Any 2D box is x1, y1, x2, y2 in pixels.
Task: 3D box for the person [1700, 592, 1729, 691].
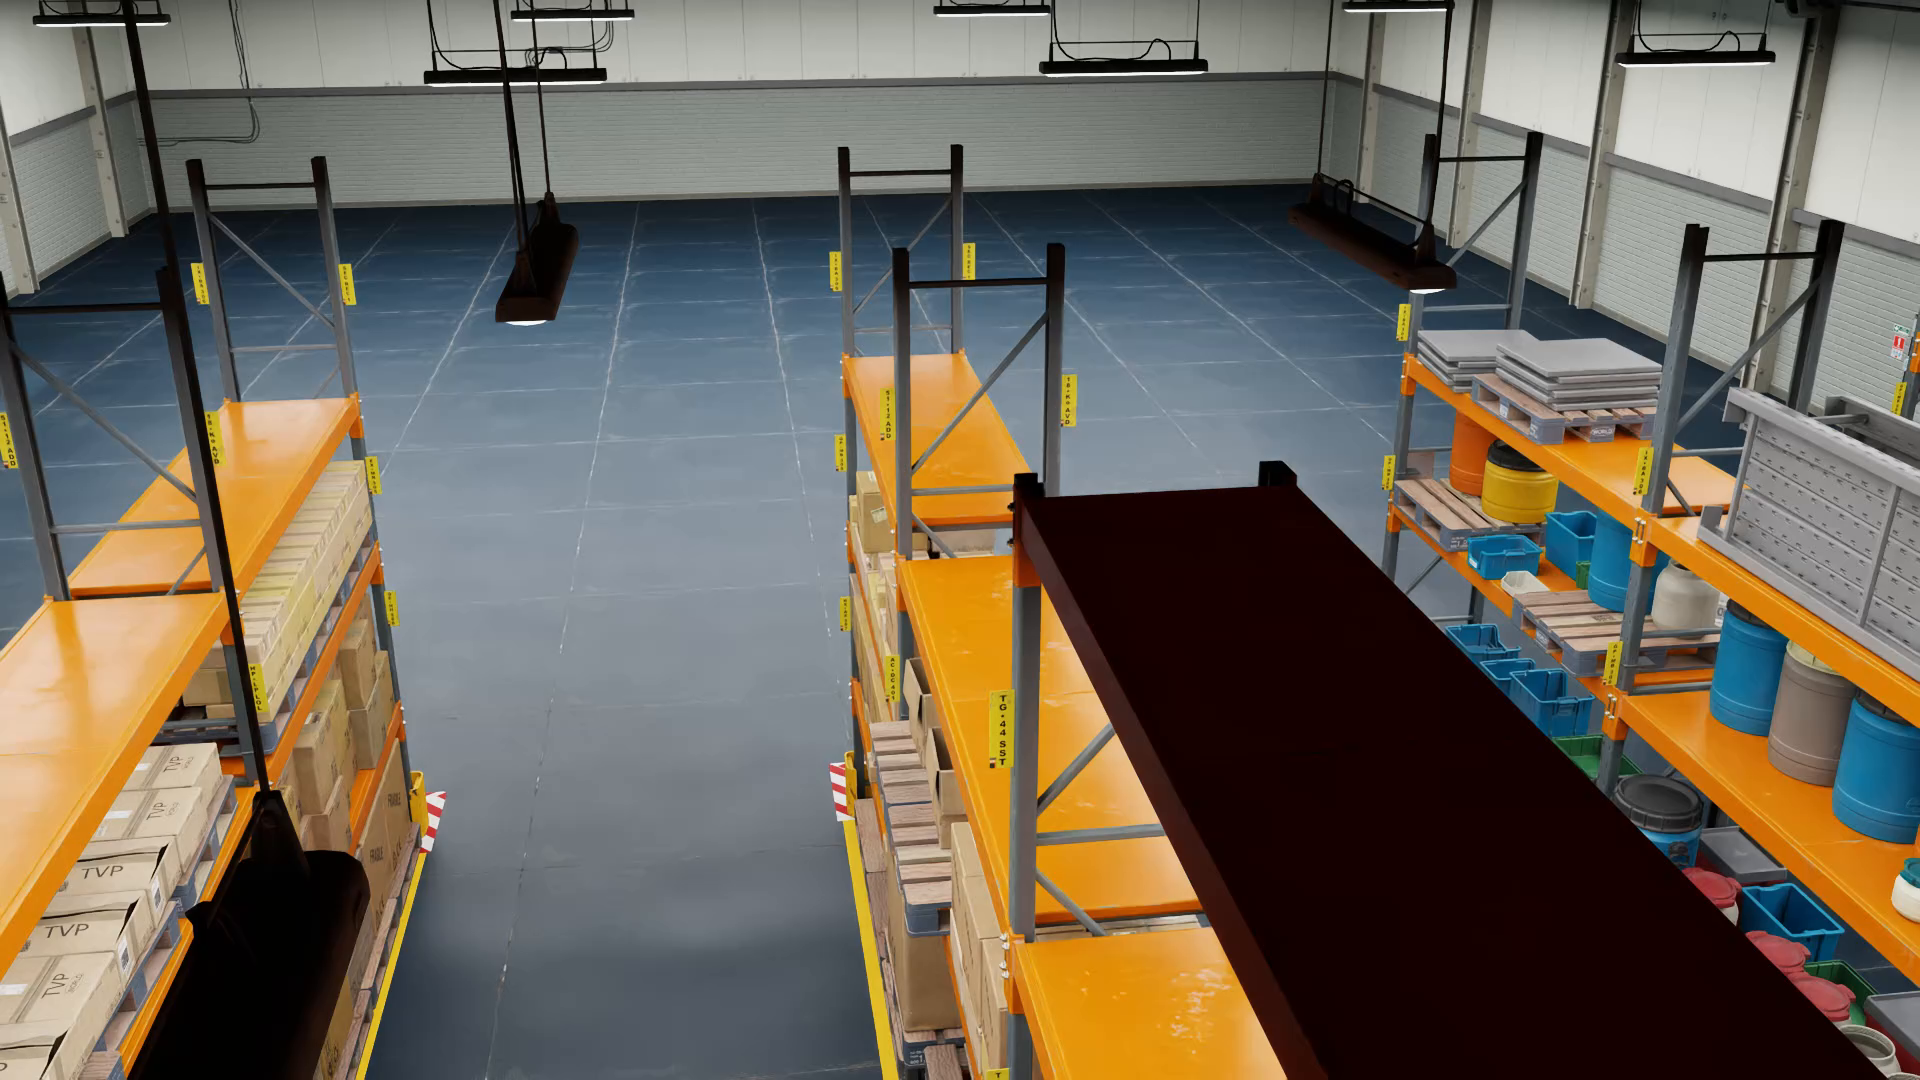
[{"bbox_3d":[7.772,0.955,16.946,0.462,1.653,0.821,11,24,26],"label":"person"}]
